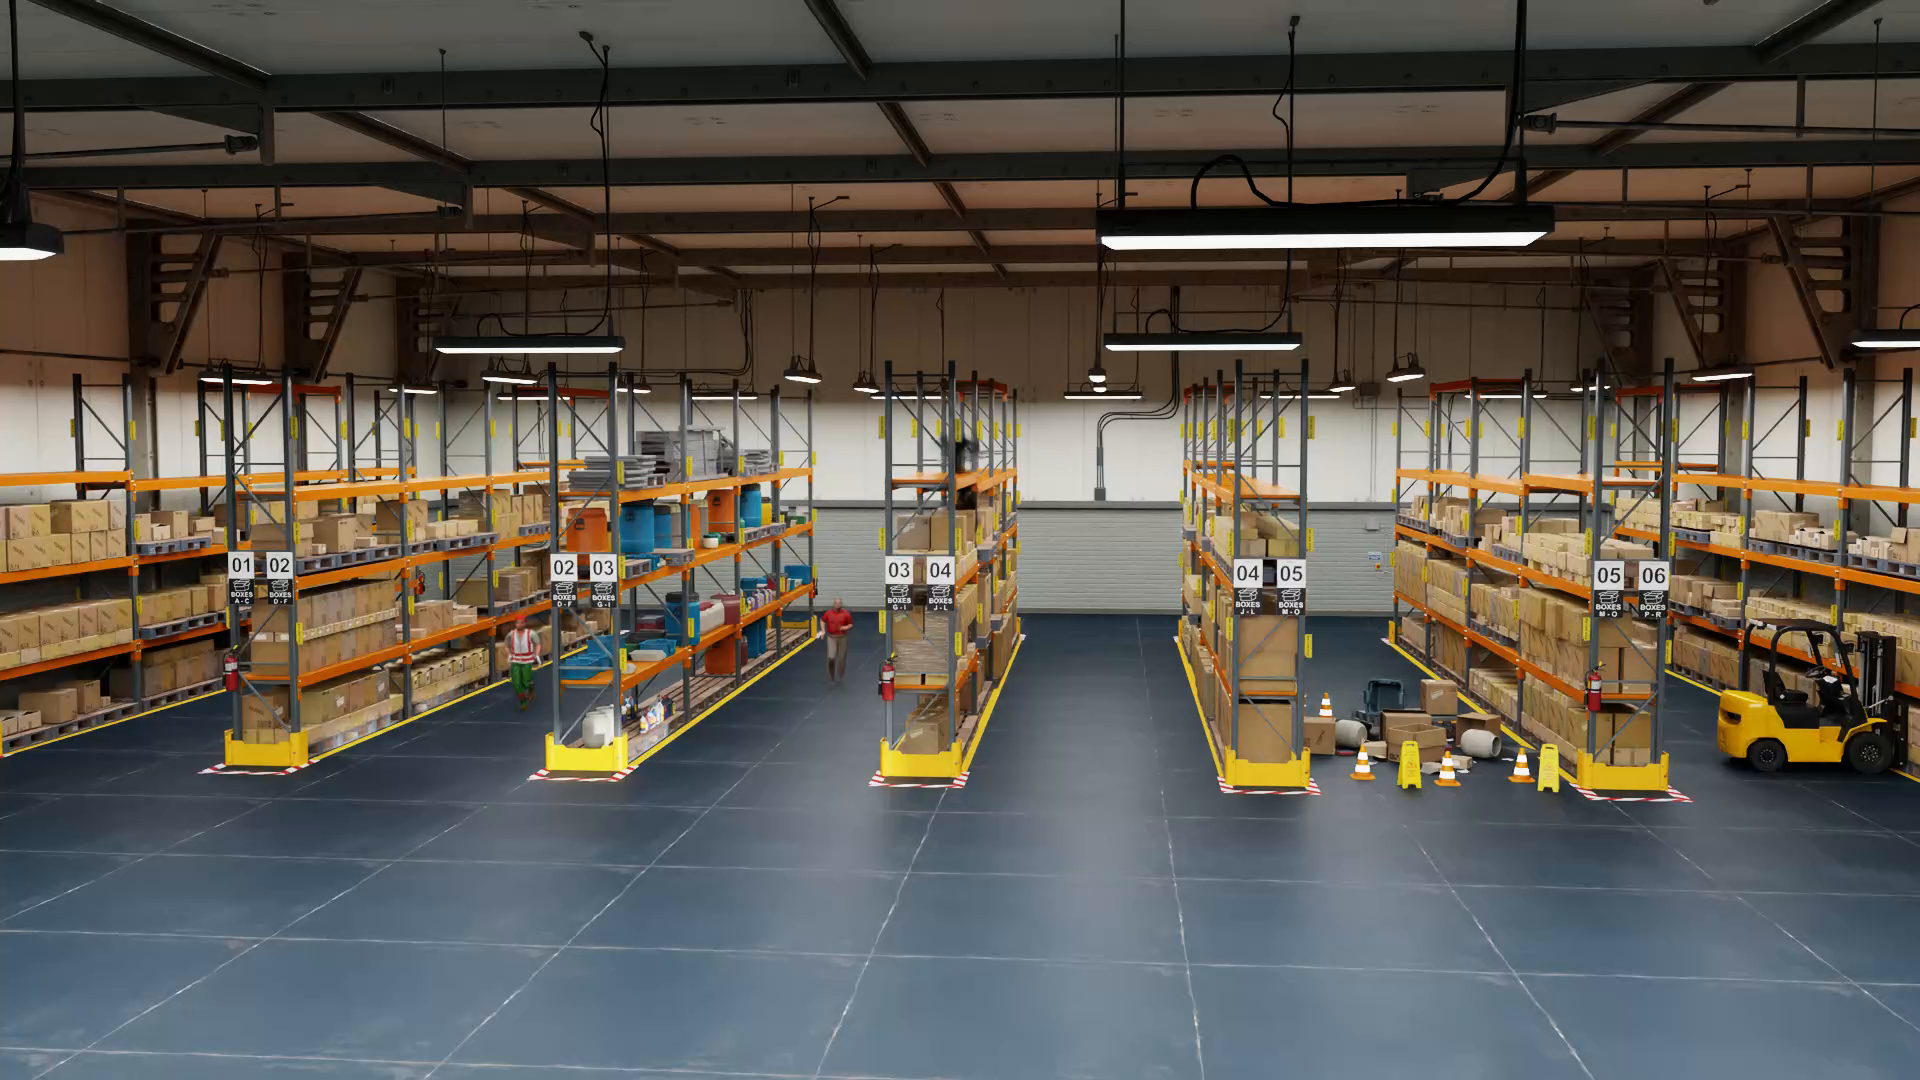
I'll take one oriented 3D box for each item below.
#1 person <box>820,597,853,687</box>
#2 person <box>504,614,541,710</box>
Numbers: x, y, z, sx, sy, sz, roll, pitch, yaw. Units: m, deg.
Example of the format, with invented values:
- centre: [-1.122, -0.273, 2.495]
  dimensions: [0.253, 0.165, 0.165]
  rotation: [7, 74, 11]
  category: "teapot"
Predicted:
- centre: [-2.413, 2.010, 32.610]
  dimensions: [0.646, 1.767, 0.735]
  rotation: [0, 4, -5]
  category: "person"
- centre: [-7.823, 2.185, 29.753]
  dimensions: [0.660, 1.727, 0.643]
  rotation: [0, 4, -2]
  category: "person"
